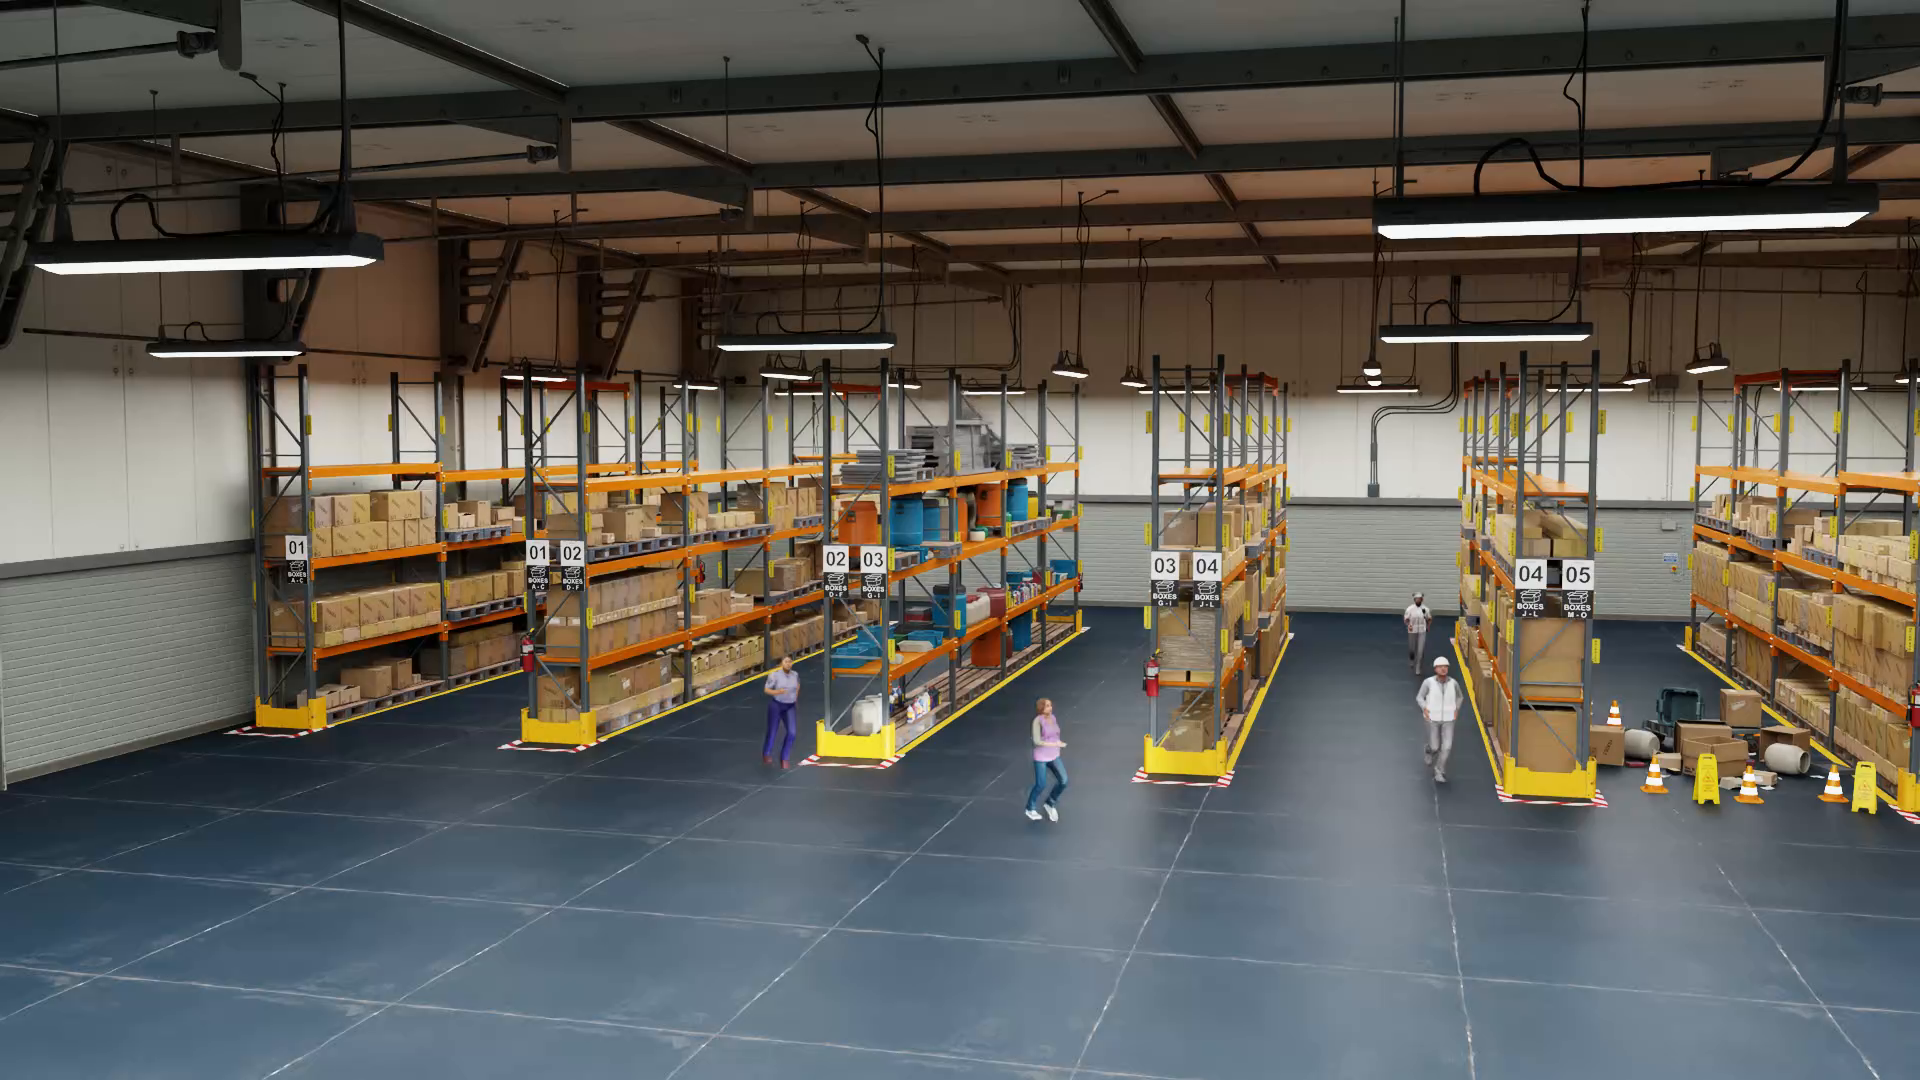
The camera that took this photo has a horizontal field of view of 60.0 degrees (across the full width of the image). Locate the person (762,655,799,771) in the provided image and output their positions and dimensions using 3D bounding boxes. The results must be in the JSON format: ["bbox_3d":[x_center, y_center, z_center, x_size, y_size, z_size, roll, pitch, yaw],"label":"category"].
[{"bbox_3d":[-2.584,2.525,24.340,0.603,1.705,0.721,-2,4,-24],"label":"person"}]

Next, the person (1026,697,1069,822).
[{"bbox_3d":[1.107,2.760,20.880,0.512,1.589,0.678,-3,5,-39],"label":"person"}]

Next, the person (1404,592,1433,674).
[{"bbox_3d":[9.261,1.864,33.604,0.575,1.652,0.598,1,4,13],"label":"person"}]

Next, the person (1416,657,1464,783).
[{"bbox_3d":[6.810,2.521,23.584,0.663,1.744,0.686,0,4,5],"label":"person"}]
